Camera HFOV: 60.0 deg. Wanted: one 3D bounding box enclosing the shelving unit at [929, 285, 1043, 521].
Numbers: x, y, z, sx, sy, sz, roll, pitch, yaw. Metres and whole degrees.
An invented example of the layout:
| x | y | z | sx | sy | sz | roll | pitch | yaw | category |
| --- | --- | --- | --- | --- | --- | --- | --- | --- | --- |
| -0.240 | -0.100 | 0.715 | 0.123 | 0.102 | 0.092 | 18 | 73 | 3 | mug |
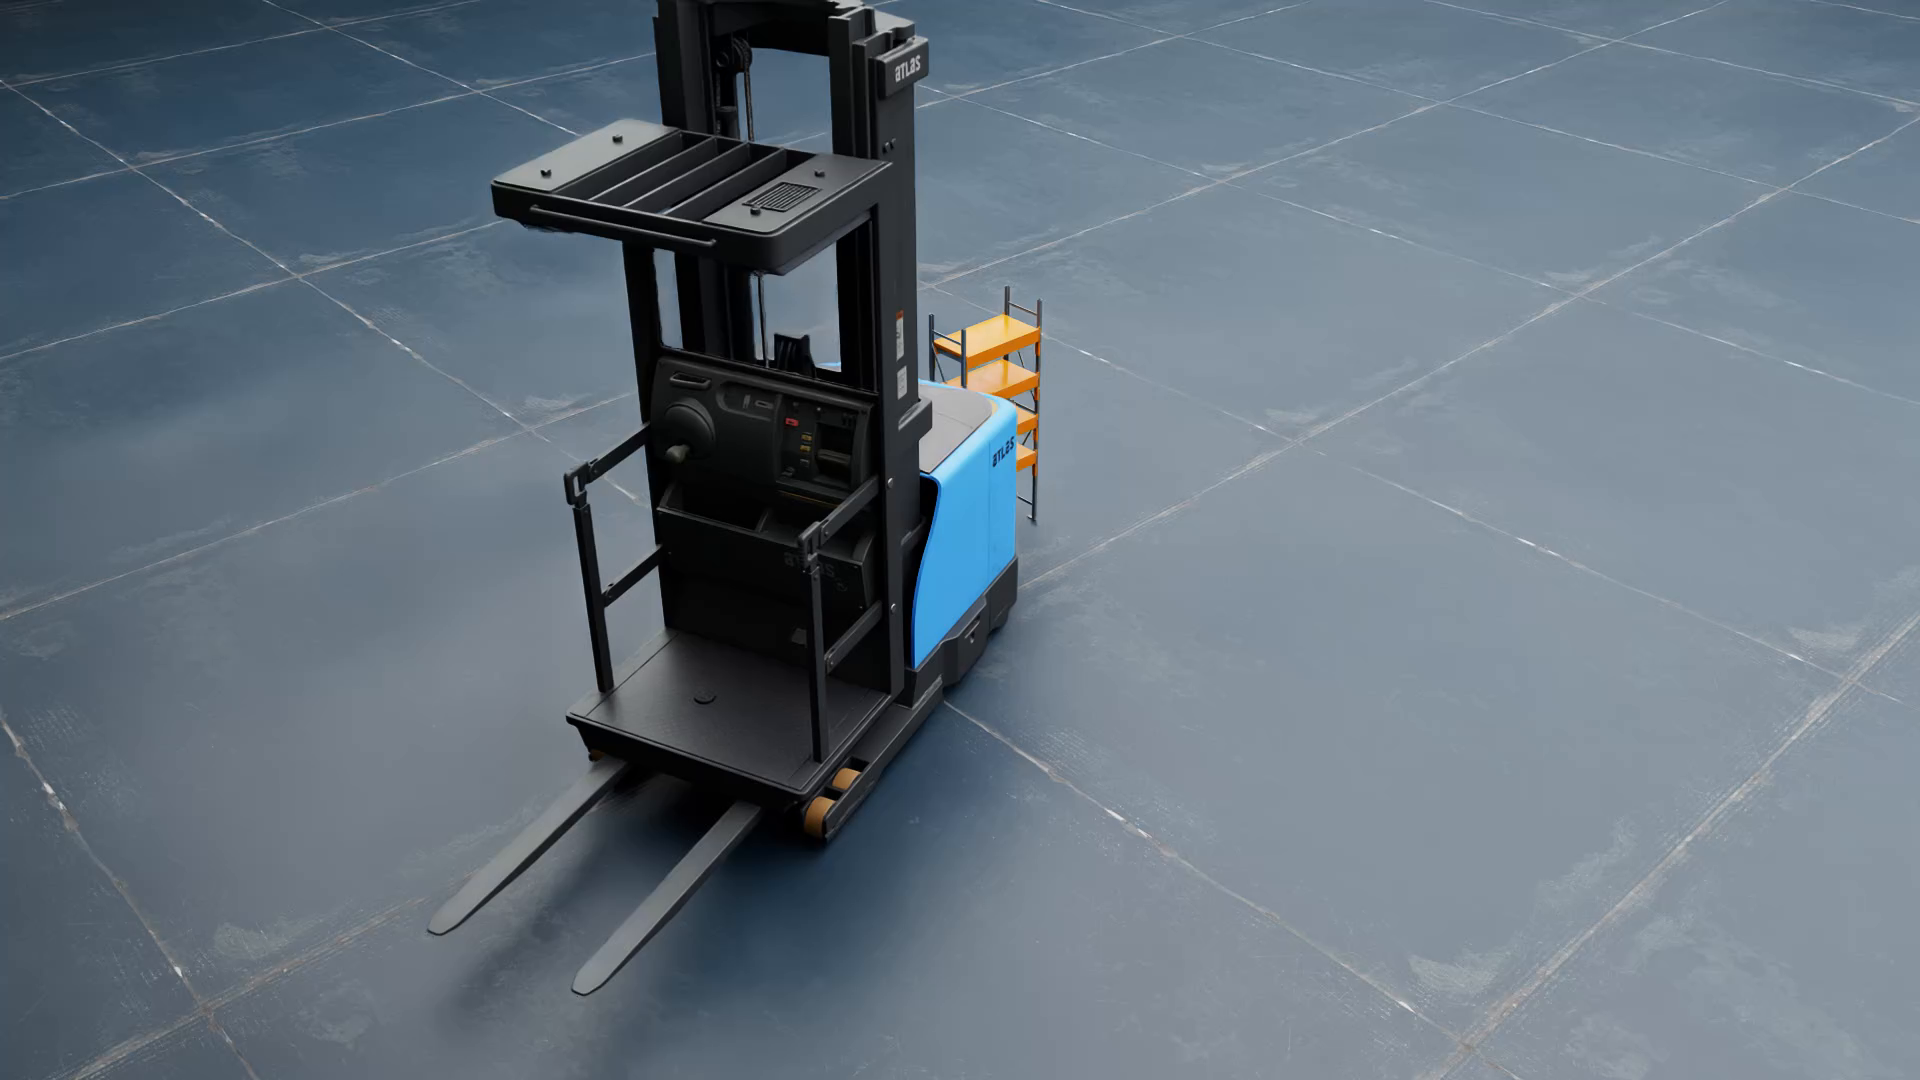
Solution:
| x | y | z | sx | sy | sz | roll | pitch | yaw | category |
| --- | --- | --- | --- | --- | --- | --- | --- | --- | --- |
| 0.121 | -0.571 | 8.033 | 0.503 | 1.200 | 0.258 | -26 | 40 | -35 | shelving unit |

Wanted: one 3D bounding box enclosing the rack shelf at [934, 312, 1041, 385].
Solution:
| x | y | z | sx | sy | sz | roll | pitch | yaw | category |
| --- | --- | --- | --- | --- | --- | --- | --- | --- | --- |
| 0.121 | -0.906 | 7.828 | 0.480 | 0.148 | 0.258 | -26 | 40 | -35 | rack shelf |

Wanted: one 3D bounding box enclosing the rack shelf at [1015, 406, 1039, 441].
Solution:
| x | y | z | sx | sy | sz | roll | pitch | yaw | category |
| --- | --- | --- | --- | --- | --- | --- | --- | --- | --- |
| 0.121 | -0.513 | 8.068 | 0.480 | 0.148 | 0.258 | -26 | 40 | -35 | rack shelf |

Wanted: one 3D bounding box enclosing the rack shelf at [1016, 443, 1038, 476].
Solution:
| x | y | z | sx | sy | sz | roll | pitch | yaw | category |
| --- | --- | --- | --- | --- | --- | --- | --- | --- | --- |
| 0.121 | -0.344 | 8.172 | 0.480 | 0.148 | 0.258 | -26 | 40 | -35 | rack shelf |

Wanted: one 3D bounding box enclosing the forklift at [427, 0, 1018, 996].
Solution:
| x | y | z | sx | sy | sz | roll | pitch | yaw | category |
| --- | --- | --- | --- | --- | --- | --- | --- | --- | --- |
| -0.844 | -0.364 | 6.036 | 1.130 | 2.935 | 3.031 | 15 | 34 | 22 | forklift |

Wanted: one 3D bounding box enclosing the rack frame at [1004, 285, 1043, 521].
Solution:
| x | y | z | sx | sy | sz | roll | pitch | yaw | category |
| --- | --- | --- | --- | --- | --- | --- | --- | --- | --- |
| 0.300 | -0.657 | 8.175 | 0.015 | 1.200 | 0.240 | -26 | 40 | -35 | rack frame |

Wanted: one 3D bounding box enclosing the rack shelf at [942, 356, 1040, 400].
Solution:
| x | y | z | sx | sy | sz | roll | pitch | yaw | category |
| --- | --- | --- | --- | --- | --- | --- | --- | --- | --- |
| 0.121 | -0.704 | 7.951 | 0.480 | 0.148 | 0.258 | -26 | 40 | -35 | rack shelf |

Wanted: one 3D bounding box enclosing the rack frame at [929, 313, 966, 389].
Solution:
| x | y | z | sx | sy | sz | roll | pitch | yaw | category |
| --- | --- | --- | --- | --- | --- | --- | --- | --- | --- |
| -0.058 | -0.484 | 7.891 | 0.015 | 1.200 | 0.240 | -26 | 40 | -35 | rack frame |
